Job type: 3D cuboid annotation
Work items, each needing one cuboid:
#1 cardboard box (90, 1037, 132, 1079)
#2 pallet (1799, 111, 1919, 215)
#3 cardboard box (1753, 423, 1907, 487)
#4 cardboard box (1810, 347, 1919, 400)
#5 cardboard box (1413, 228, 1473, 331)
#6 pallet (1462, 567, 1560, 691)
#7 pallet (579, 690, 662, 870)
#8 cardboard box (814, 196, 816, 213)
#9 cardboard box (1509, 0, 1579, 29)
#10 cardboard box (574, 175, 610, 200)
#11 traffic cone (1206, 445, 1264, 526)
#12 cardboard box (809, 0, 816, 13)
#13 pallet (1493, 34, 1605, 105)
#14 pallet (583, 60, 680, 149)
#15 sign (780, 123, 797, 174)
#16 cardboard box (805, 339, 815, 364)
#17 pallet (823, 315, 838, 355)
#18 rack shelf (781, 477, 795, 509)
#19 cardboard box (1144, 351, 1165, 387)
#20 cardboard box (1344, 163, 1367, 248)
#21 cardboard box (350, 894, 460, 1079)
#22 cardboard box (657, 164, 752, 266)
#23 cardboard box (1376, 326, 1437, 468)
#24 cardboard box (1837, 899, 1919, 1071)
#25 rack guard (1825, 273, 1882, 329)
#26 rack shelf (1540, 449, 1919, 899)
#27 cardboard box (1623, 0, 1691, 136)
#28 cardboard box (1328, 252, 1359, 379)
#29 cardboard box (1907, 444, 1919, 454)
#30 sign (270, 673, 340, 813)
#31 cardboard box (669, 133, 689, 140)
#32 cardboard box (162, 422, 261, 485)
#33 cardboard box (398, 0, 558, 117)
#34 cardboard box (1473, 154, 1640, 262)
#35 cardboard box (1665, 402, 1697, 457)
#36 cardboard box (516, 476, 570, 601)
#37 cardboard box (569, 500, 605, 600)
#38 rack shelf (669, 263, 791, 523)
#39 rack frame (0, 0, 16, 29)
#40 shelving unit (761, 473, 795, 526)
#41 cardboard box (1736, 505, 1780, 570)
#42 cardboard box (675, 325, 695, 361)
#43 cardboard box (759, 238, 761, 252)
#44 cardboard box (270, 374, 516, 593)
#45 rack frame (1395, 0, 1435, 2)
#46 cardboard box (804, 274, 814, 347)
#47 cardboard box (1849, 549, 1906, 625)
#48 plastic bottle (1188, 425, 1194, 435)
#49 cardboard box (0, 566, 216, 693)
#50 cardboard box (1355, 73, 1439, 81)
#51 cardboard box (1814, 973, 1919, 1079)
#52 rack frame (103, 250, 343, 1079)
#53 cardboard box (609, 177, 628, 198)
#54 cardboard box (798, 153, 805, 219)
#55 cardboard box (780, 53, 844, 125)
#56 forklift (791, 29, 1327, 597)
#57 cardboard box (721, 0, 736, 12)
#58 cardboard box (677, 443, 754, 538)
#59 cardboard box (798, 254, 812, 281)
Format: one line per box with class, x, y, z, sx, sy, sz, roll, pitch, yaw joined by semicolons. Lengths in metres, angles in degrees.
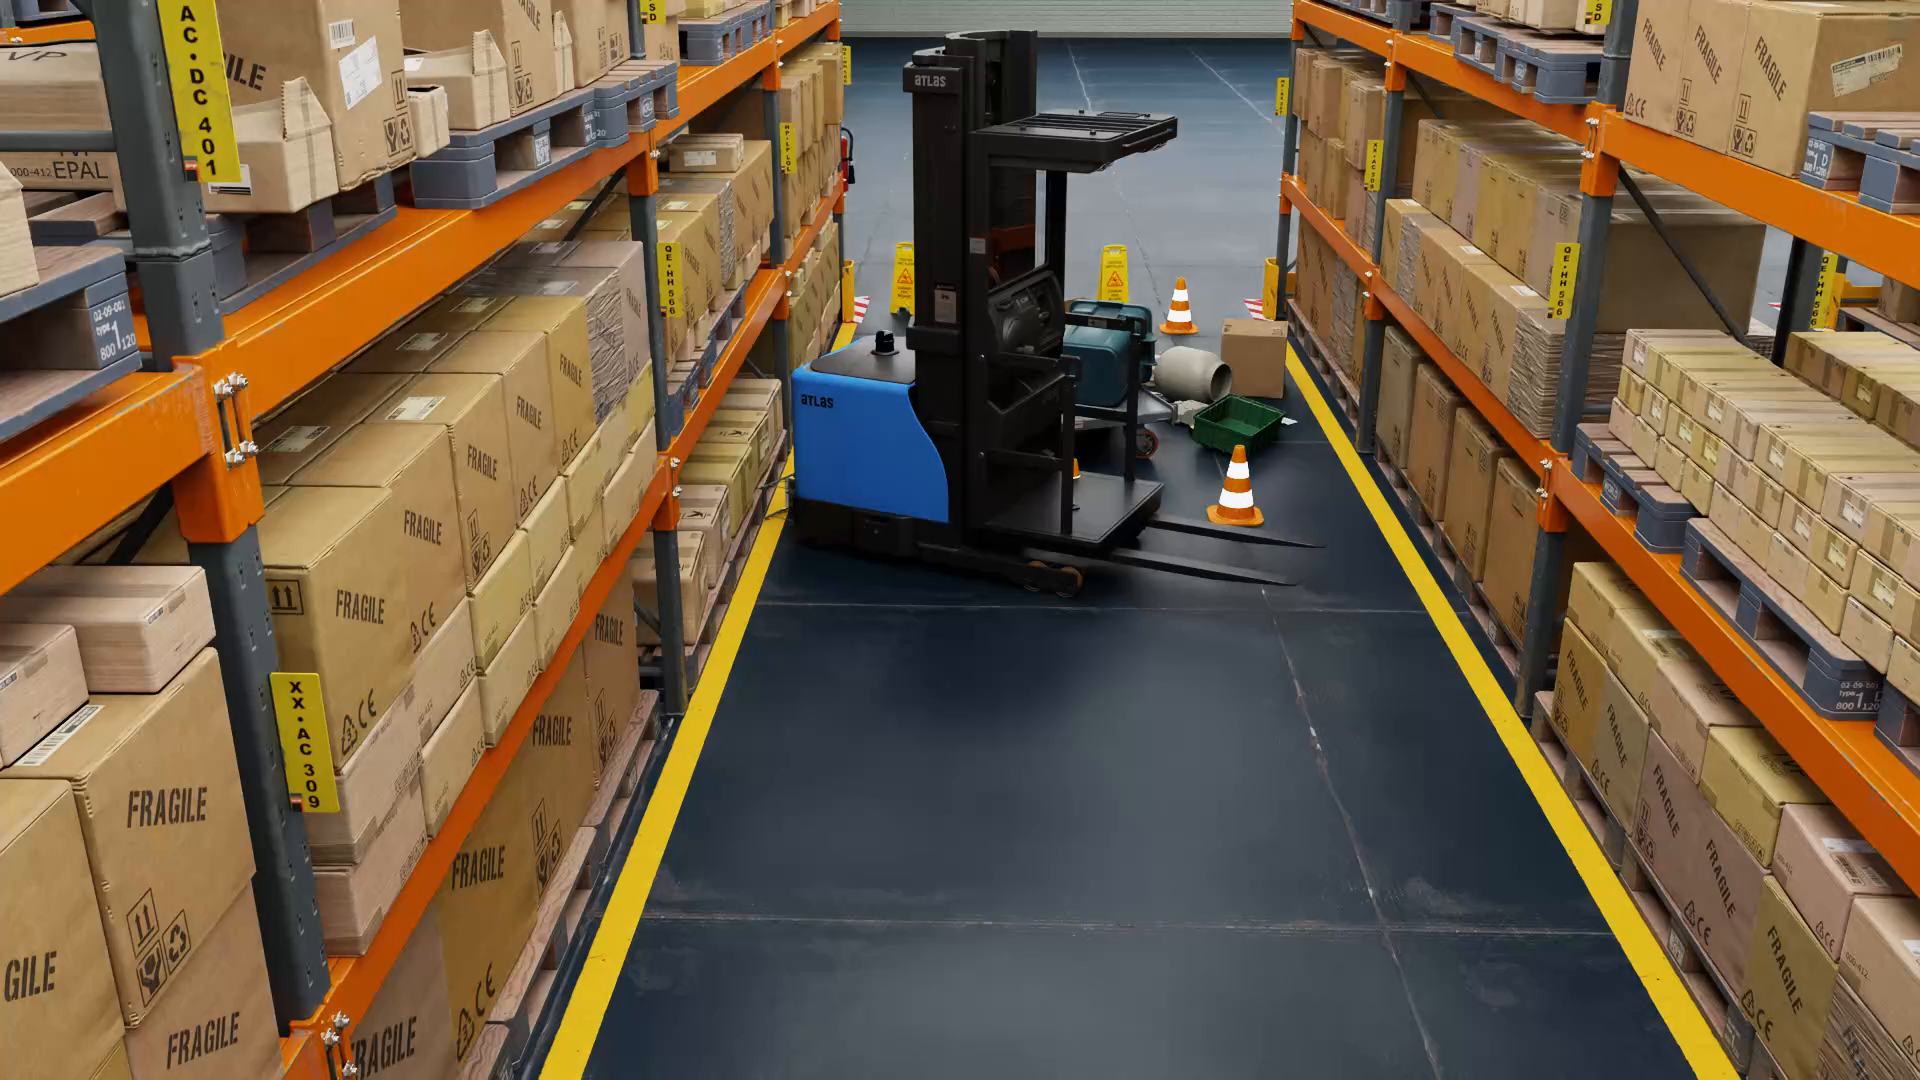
cardboard box;-1.693;1.171;2.726;0.500;0.500;0.500;0;21;0
pallet;3.181;-1.029;4.647;1.213;0.211;1.003;1;21;2
cardboard box;2.902;-0.283;5.556;0.380;0.149;0.250;1;21;3
cardboard box;3.582;-0.650;6.502;0.380;0.149;0.250;0;21;1
cardboard box;2.953;-1.509;9.634;0.500;0.500;0.500;1;21;1
pallet;3.248;0.449;8.581;1.003;0.211;1.213;1;21;2
pallet;-1.902;0.999;7.162;1.003;0.211;1.213;1;21;2
cardboard box;-1.322;-2.578;12.875;0.380;0.149;0.250;1;21;1
cardboard box;2.880;-2.548;7.706;0.500;0.311;0.500;1;21;2
cardboard box;-2.035;-1.863;8.657;0.380;0.149;0.250;0;21;-1
traffic cone;1.720;-0.362;10.323;0.336;0.463;0.334;1;21;2
cardboard box;-1.292;-4.071;12.575;0.380;0.149;0.250;0;21;1
pallet;3.115;-2.111;7.437;1.213;0.211;1.003;2;21;4
pallet;-1.769;-1.662;6.280;1.213;0.211;1.003;2;21;4
sign;-1.126;-2.566;10.896;0.100;0.325;0.005;1;21;2
cardboard box;-1.388;-1.349;12.579;0.500;0.250;0.500;2;21;5
pallet;-1.621;-1.857;14.522;1.003;0.211;1.213;1;21;2
rack shelf;-1.000;-0.277;10.421;0.258;0.200;0.077;13;24;29
cardboard box;1.482;-1.381;13.220;0.396;0.266;0.258;4;22;11
cardboard box;3.264;-2.416;11.901;0.875;0.550;0.550;1;21;2
cardboard box;-1.985;1.431;4.551;0.875;0.875;0.875;1;21;3
cardboard box;-1.501;-1.877;9.590;0.500;0.500;0.500;1;21;3
cardboard box;3.341;-0.935;10.821;1.050;0.750;0.750;1;21;1
cardboard box;2.797;1.227;4.558;0.500;0.250;0.500;0;21;0
rack guard;8.344;-2.176;14.945;1.175;0.500;0.348;1;21;2
rack shelf;3.088;0.491;5.610;1.077;0.370;4.000;1;21;2
cardboard box;2.865;-1.809;6.259;0.500;0.500;0.500;1;21;2
cardboard box;3.383;-1.771;12.804;0.875;0.875;0.875;1;21;2
cardboard box;3.559;-0.229;5.827;0.380;0.149;0.250;0;21;1
sign;-1.369;0.426;3.477;0.100;0.325;0.005;1;21;2
cardboard box;-1.896;-2.754;12.430;0.500;0.500;0.500;1;21;3
cardboard box;-2.153;-0.003;4.370;0.500;0.500;0.500;1;21;3
cardboard box;-1.566;-1.585;5.103;0.500;0.500;0.500;1;21;2
cardboard box;3.215;-1.795;8.989;0.700;0.500;0.500;0;21;1
cardboard box;2.922;-0.417;6.313;0.380;0.149;0.250;0;21;0
cardboard box;-1.586;-0.012;5.429;0.500;0.250;0.500;0;21;0
cardboard box;-1.589;0.037;5.993;0.500;0.250;0.500;0;21;1
rack shelf;-1.741;-0.973;9.384;1.077;0.370;4.000;1;21;2
rack frame;-6.642;-2.085;11.255;1.000;3.000;0.127;1;21;2
shelving unit;-0.889;-0.339;10.591;0.258;0.210;0.900;13;24;29
cardboard box;2.895;-0.007;5.667;0.380;0.149;0.250;1;21;2
cardboard box;-1.510;-0.979;8.173;0.380;0.149;0.250;-1;21;-2
cardboard box;-1.446;-1.826;10.354;0.380;0.149;0.250;0;21;0
cardboard box;-1.618;-0.173;4.808;0.500;0.500;0.500;0;21;0
rack frame;3.270;-4.810;9.986;1.000;3.000;0.127;1;21;2
cardboard box;-1.388;-1.699;12.445;0.500;0.500;0.500;1;21;4
cardboard box;2.872;0.138;4.883;0.380;0.149;0.250;0;21;-1
plastic bottle;1.770;-0.760;11.903;0.133;0.061;0.283;-11;24;-26
cardboard box;-1.615;0.161;3.050;0.380;0.149;0.250;0;21;1
cardboard box;3.370;-3.114;12.207;0.875;0.550;0.550;1;21;2
cardboard box;2.798;1.578;4.689;0.500;0.500;0.500;0;21;1
rack frame;-1.924;0.861;3.663;1.000;3.000;0.127;1;21;2
cardboard box;-2.030;-1.700;9.135;0.500;0.500;0.500;0;21;-1
cardboard box;-1.397;-2.554;11.916;0.500;0.500;0.500;1;21;1
cardboard box;-1.292;-3.573;13.160;0.700;0.500;0.500;0;21;1
forklift;0.560;-1.268;9.245;3.031;2.935;1.130;10;23;24
cardboard box;-1.574;-3.160;9.506;0.500;0.250;0.500;1;21;2
cardboard box;-1.732;-0.301;9.710;0.950;0.372;0.625;1;21;3
cardboard box;-1.315;-2.038;12.422;0.380;0.149;0.250;1;21;4
